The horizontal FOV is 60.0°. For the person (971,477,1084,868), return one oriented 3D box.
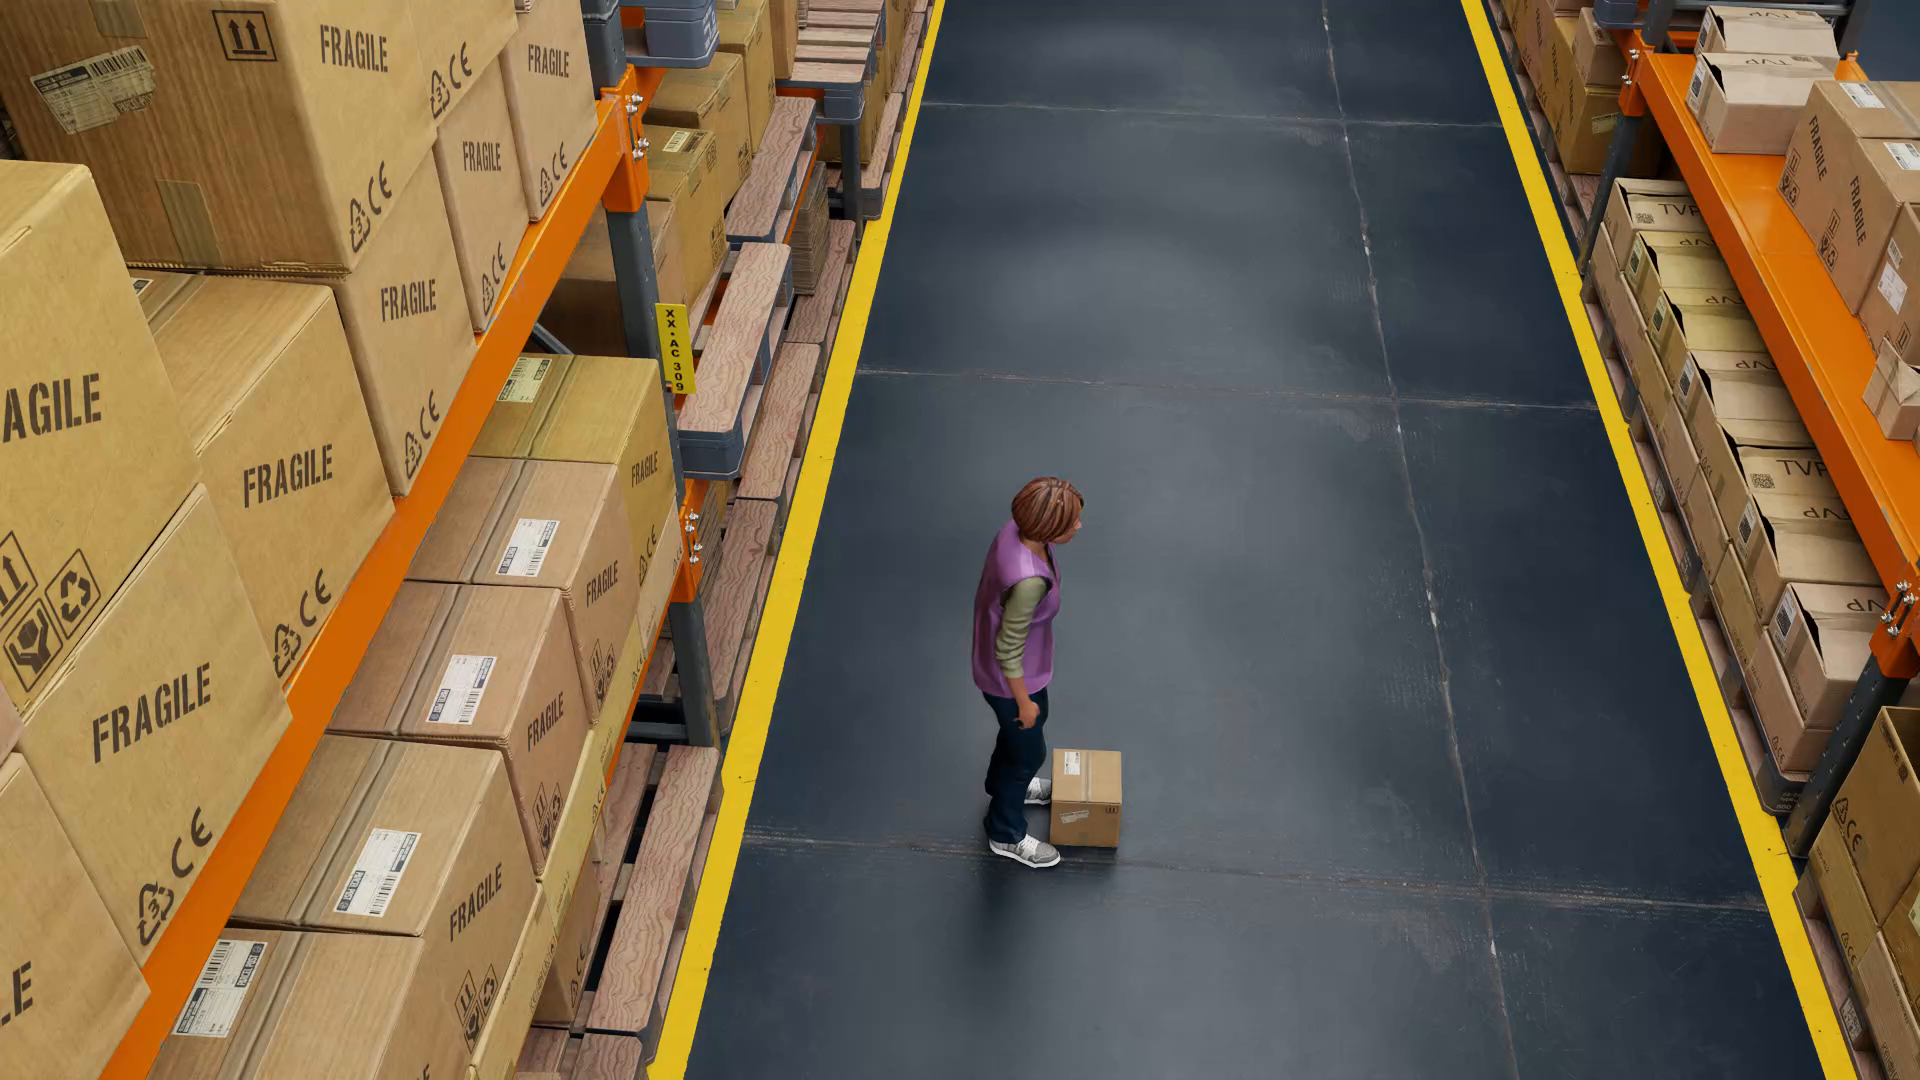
[{"bbox_3d":[0.213,0.431,5.664,0.347,1.591,0.459,3,41,4],"label":"person"}]
